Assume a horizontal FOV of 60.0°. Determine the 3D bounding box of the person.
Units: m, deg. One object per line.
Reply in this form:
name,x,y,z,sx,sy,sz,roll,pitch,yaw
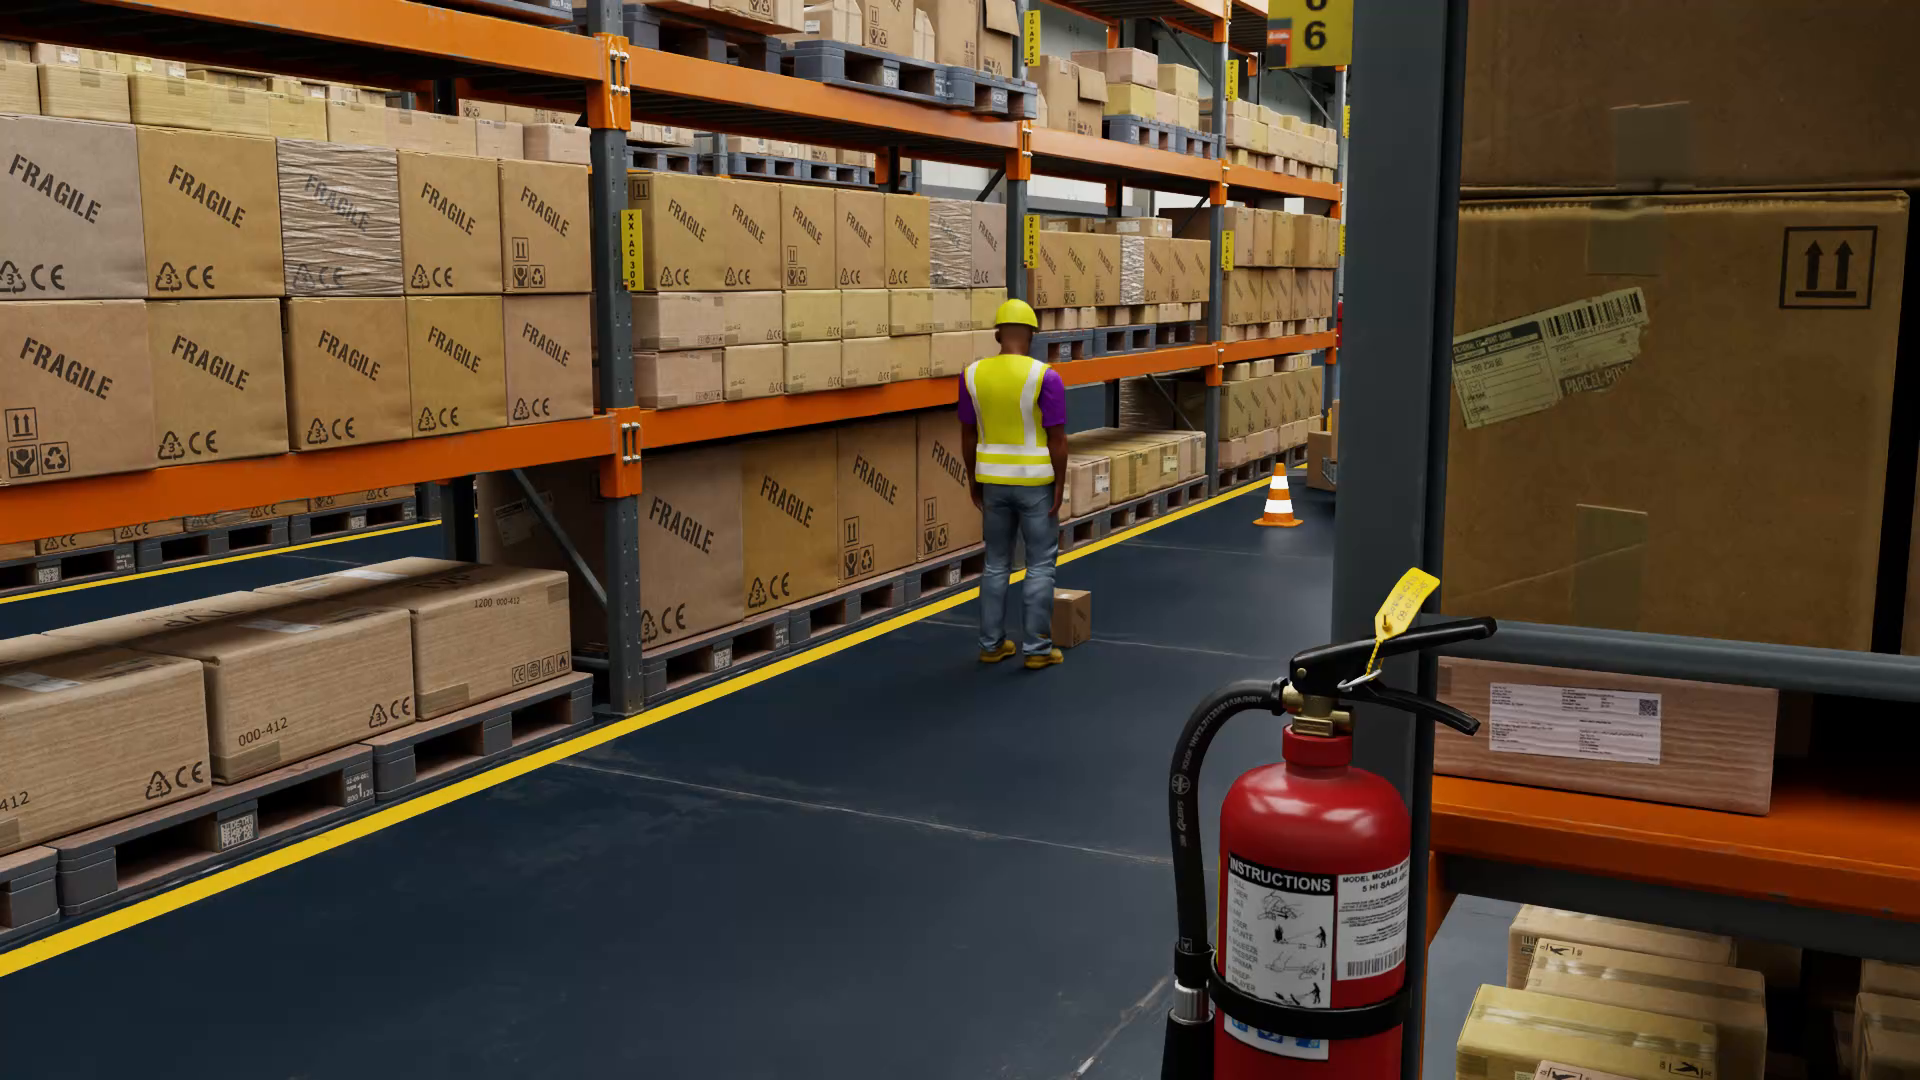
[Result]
person,0.268,-0.273,8.042,0.567,1.768,0.366,5,10,27
